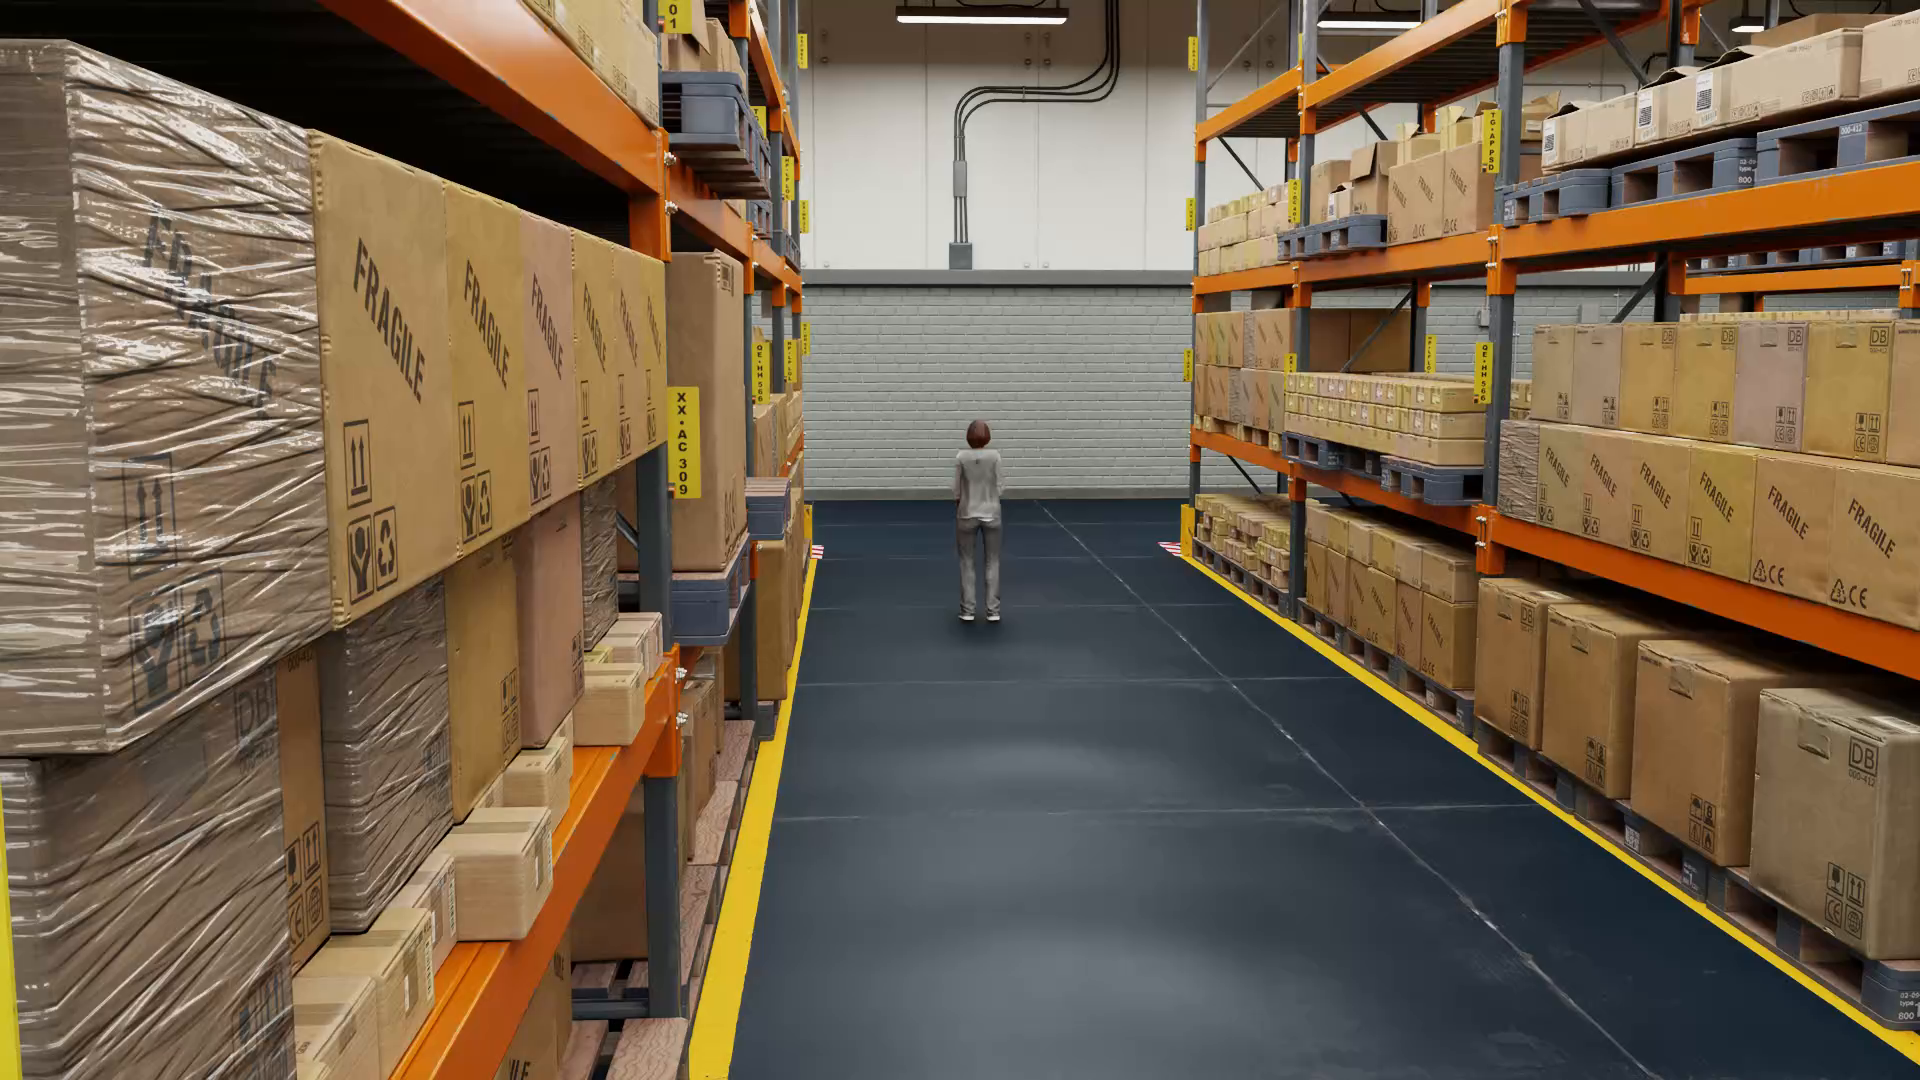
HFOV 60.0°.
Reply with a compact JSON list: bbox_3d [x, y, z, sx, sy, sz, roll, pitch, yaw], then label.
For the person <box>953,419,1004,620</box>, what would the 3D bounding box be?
[{"bbox_3d":[0.145,-0.162,13.127,0.404,1.596,0.490,0,7,-3],"label":"person"}]
